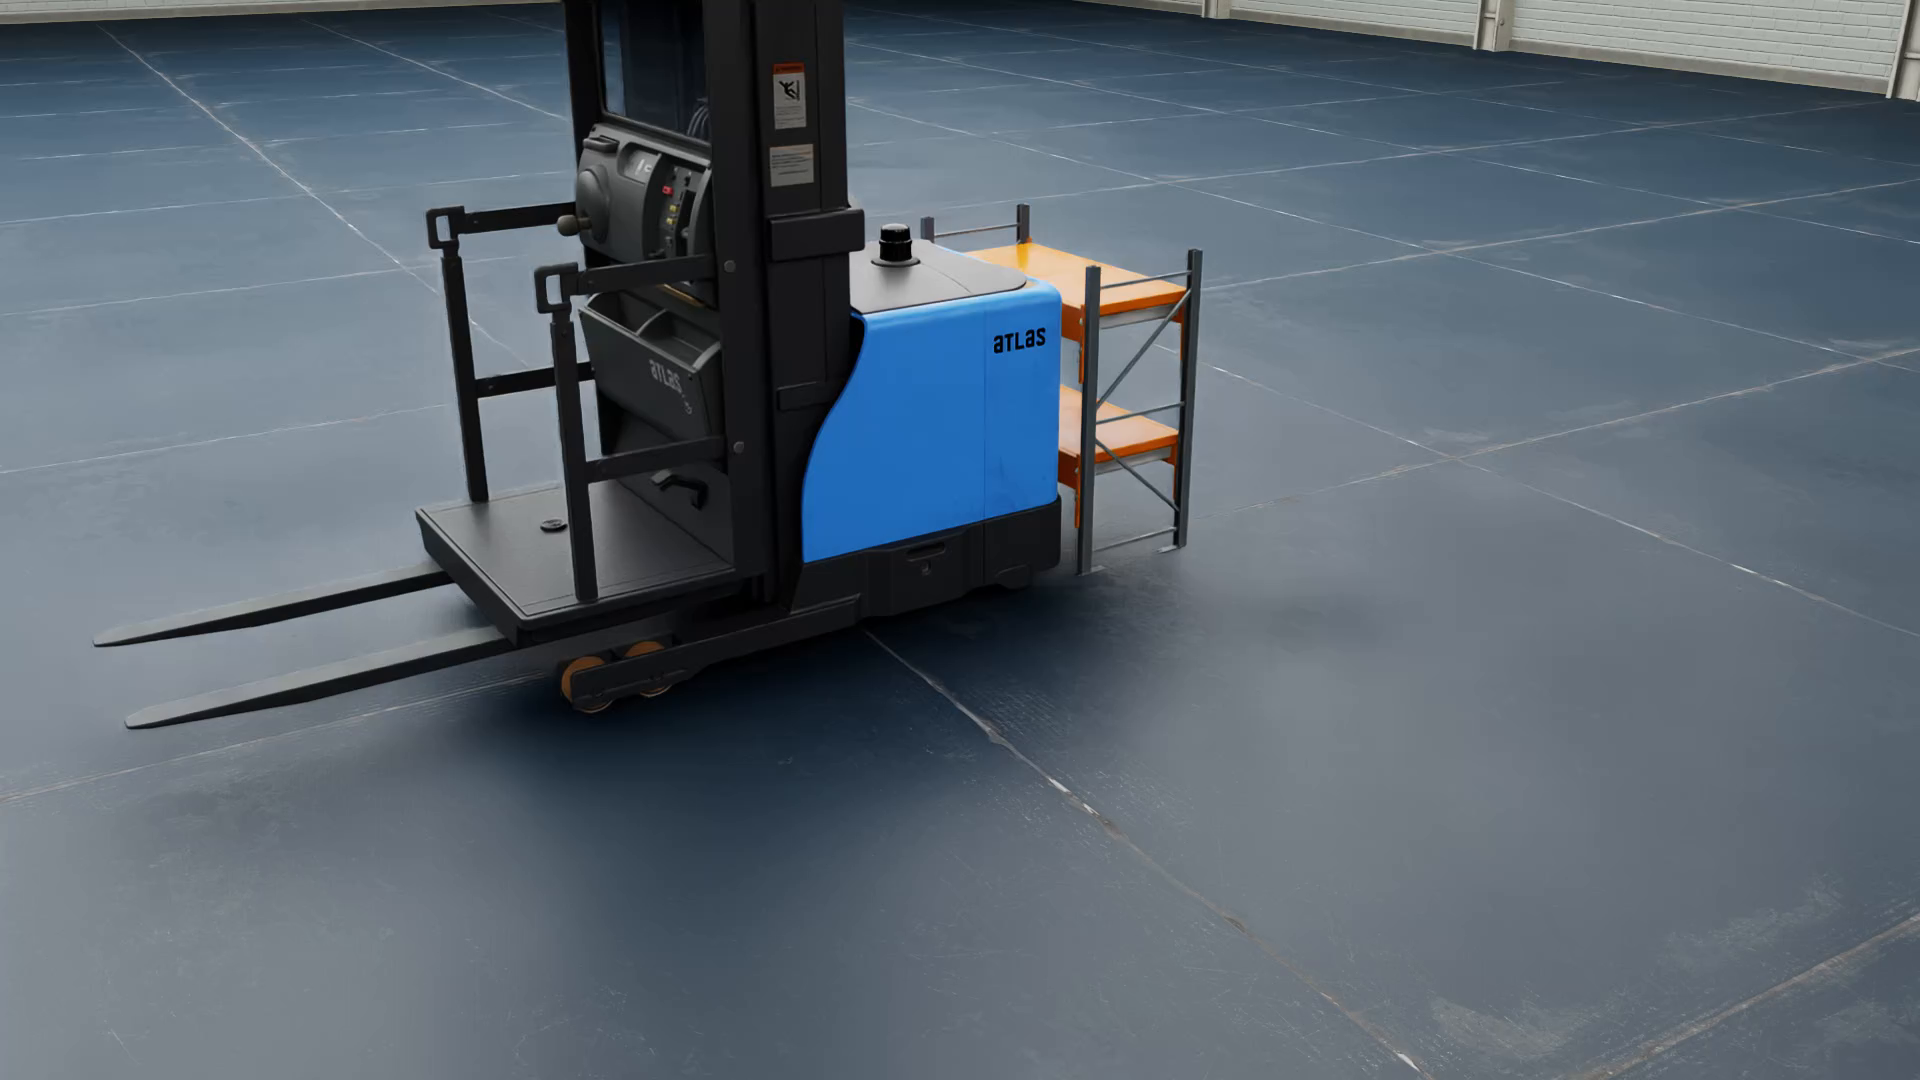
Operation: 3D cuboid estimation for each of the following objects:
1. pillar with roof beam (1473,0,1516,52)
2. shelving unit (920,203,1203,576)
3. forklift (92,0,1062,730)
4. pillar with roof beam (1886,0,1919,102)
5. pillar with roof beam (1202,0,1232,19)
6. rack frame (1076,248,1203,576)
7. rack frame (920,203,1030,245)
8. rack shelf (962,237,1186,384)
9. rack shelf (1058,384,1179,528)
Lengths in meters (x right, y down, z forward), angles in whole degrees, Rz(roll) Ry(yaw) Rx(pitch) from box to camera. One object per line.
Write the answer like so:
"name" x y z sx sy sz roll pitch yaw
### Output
"pillar with roof beam" 3.639 -10.112 19.239 9.100 9.000 0.400 -13 25 -28
"shelving unit" 0.350 -0.606 6.308 0.538 1.125 1.048 -14 26 -32
"forklift" -1.156 -1.062 5.032 3.031 2.935 1.130 -14 26 -30
"pillar with roof beam" 6.704 -8.170 14.461 9.100 9.000 0.400 -13 25 -28
"pillar with roof beam" 0.574 -12.054 24.018 9.100 9.000 0.400 -13 25 -28
"rack frame" 0.637 -0.448 5.919 0.500 1.125 0.032 -14 26 -32
"rack frame" 0.062 -0.764 6.697 0.500 1.125 0.032 -14 26 -32
"rack shelf" 0.350 -0.877 6.198 0.538 0.278 1.000 -14 26 -32
"rack shelf" 0.349 -0.379 6.400 0.538 0.278 1.000 -14 26 -32
